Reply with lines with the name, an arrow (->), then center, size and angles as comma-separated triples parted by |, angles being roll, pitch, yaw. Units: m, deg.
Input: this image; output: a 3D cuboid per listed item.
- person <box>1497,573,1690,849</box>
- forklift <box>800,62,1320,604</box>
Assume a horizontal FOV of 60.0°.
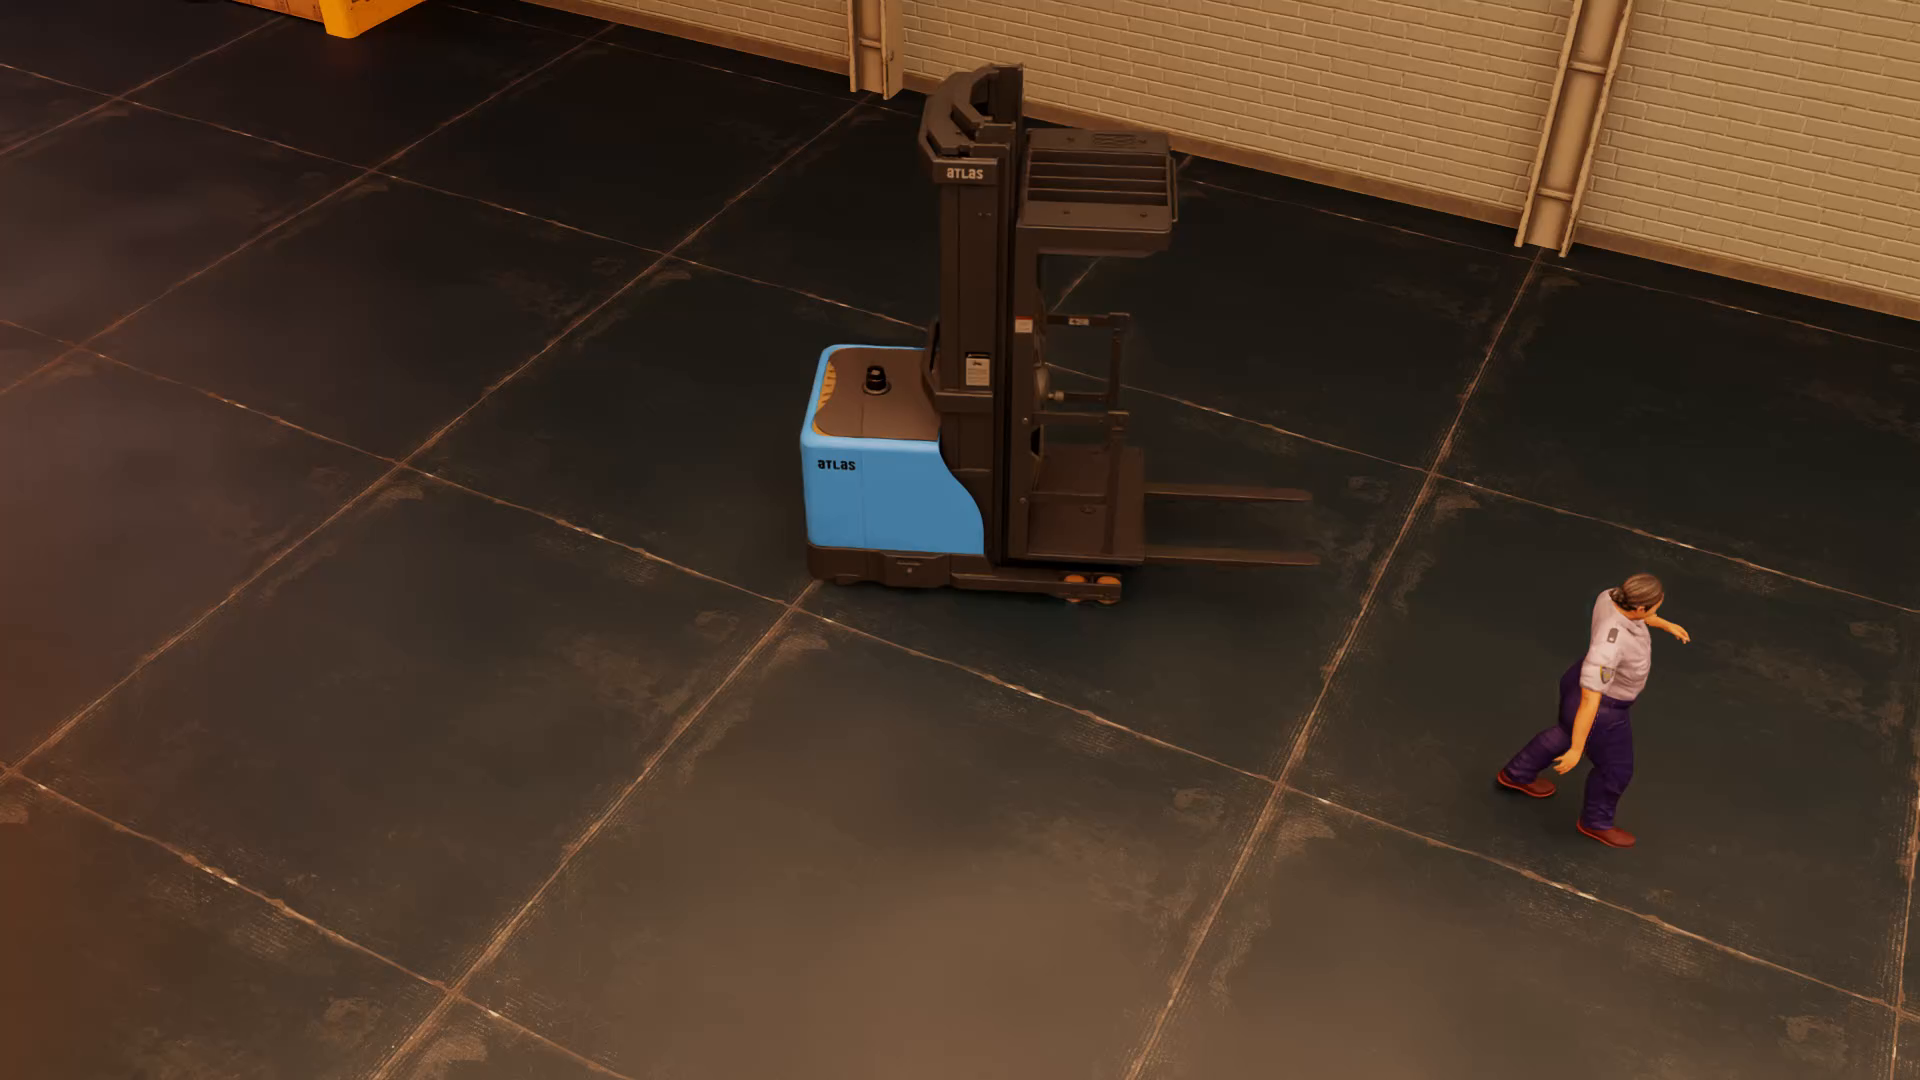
person -> 3.129, 0.810, 8.057 | 0.729, 1.630, 0.894 | 10, 41, 12
forklift -> 0.628, -1.102, 9.295 | 3.031, 2.935, 1.130 | 3, 40, 3
